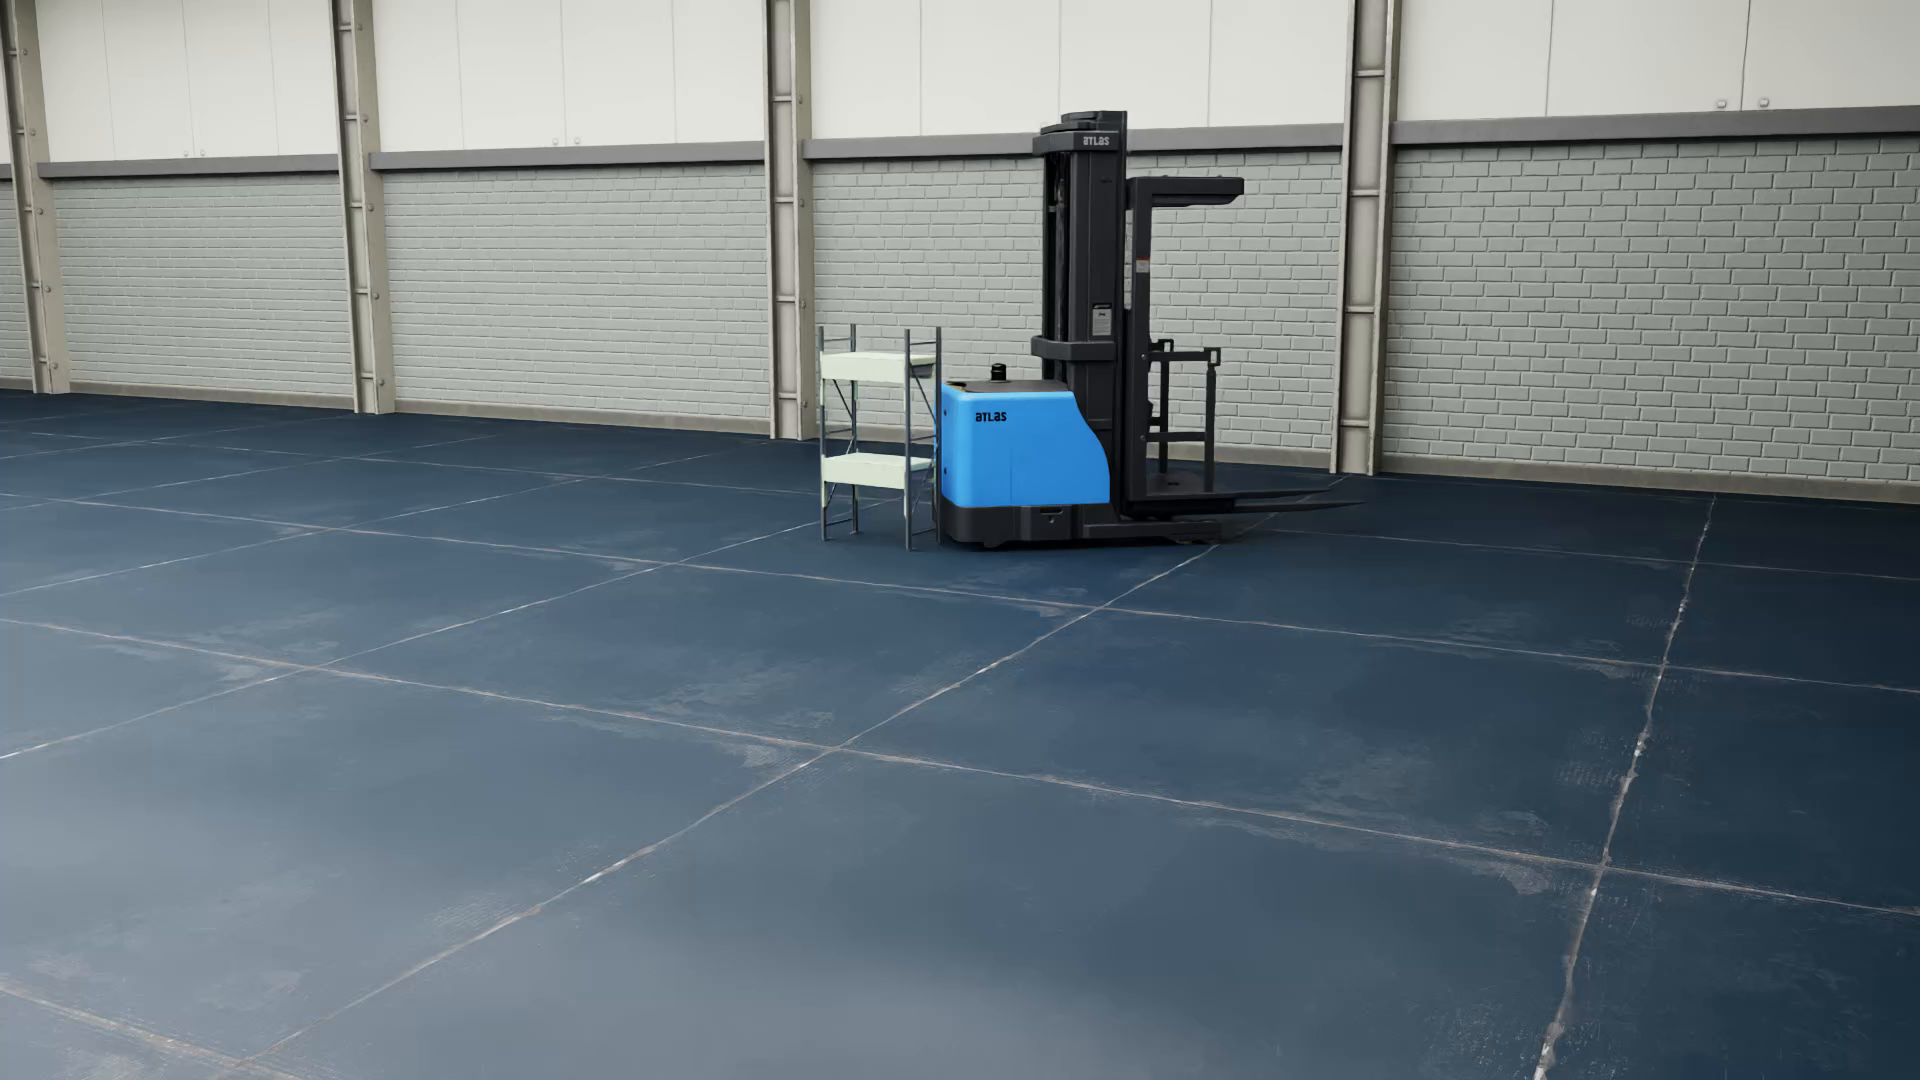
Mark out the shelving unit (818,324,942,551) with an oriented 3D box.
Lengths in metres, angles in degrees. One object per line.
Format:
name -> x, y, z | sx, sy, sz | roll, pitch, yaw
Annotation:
shelving unit -> -0.553, -0.727, 11.538 | 0.755, 1.500, 0.431 | 7, 12, 33

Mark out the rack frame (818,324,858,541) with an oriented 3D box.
rack frame -> -0.857, -0.764, 11.738 | 0.023, 1.500, 0.400 | 7, 12, 33

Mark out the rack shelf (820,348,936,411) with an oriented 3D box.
rack shelf -> -0.553, -1.111, 11.469 | 0.720, 0.370, 0.431 | 7, 12, 33

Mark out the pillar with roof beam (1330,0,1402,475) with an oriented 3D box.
pillar with roof beam -> 1.697, -4.360, 10.553 | 0.400, 9.000, 9.100 | 5, 11, 26

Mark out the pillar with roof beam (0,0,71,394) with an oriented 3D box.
pillar with roof beam -> -14.445, -5.778, 18.390 | 0.400, 9.000, 9.100 | 5, 11, 26

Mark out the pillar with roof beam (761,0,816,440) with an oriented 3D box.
pillar with roof beam -> -3.684, -4.833, 13.165 | 0.400, 9.000, 9.100 | 5, 11, 26

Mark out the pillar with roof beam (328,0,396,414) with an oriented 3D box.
pillar with roof beam -> -9.064, -5.306, 15.778 | 0.400, 9.000, 9.100 | 5, 11, 26

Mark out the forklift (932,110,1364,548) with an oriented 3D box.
forklift -> 1.364, -1.497, 11.769 | 3.031, 2.935, 1.130 | -2, 10, -11

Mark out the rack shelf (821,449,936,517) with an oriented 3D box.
rack shelf -> -0.553, -0.407, 11.596 | 0.720, 0.370, 0.431 | 7, 12, 33

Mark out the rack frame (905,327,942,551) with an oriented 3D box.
rack frame -> -0.249, -0.691, 11.338 | 0.023, 1.500, 0.400 | 7, 12, 33
